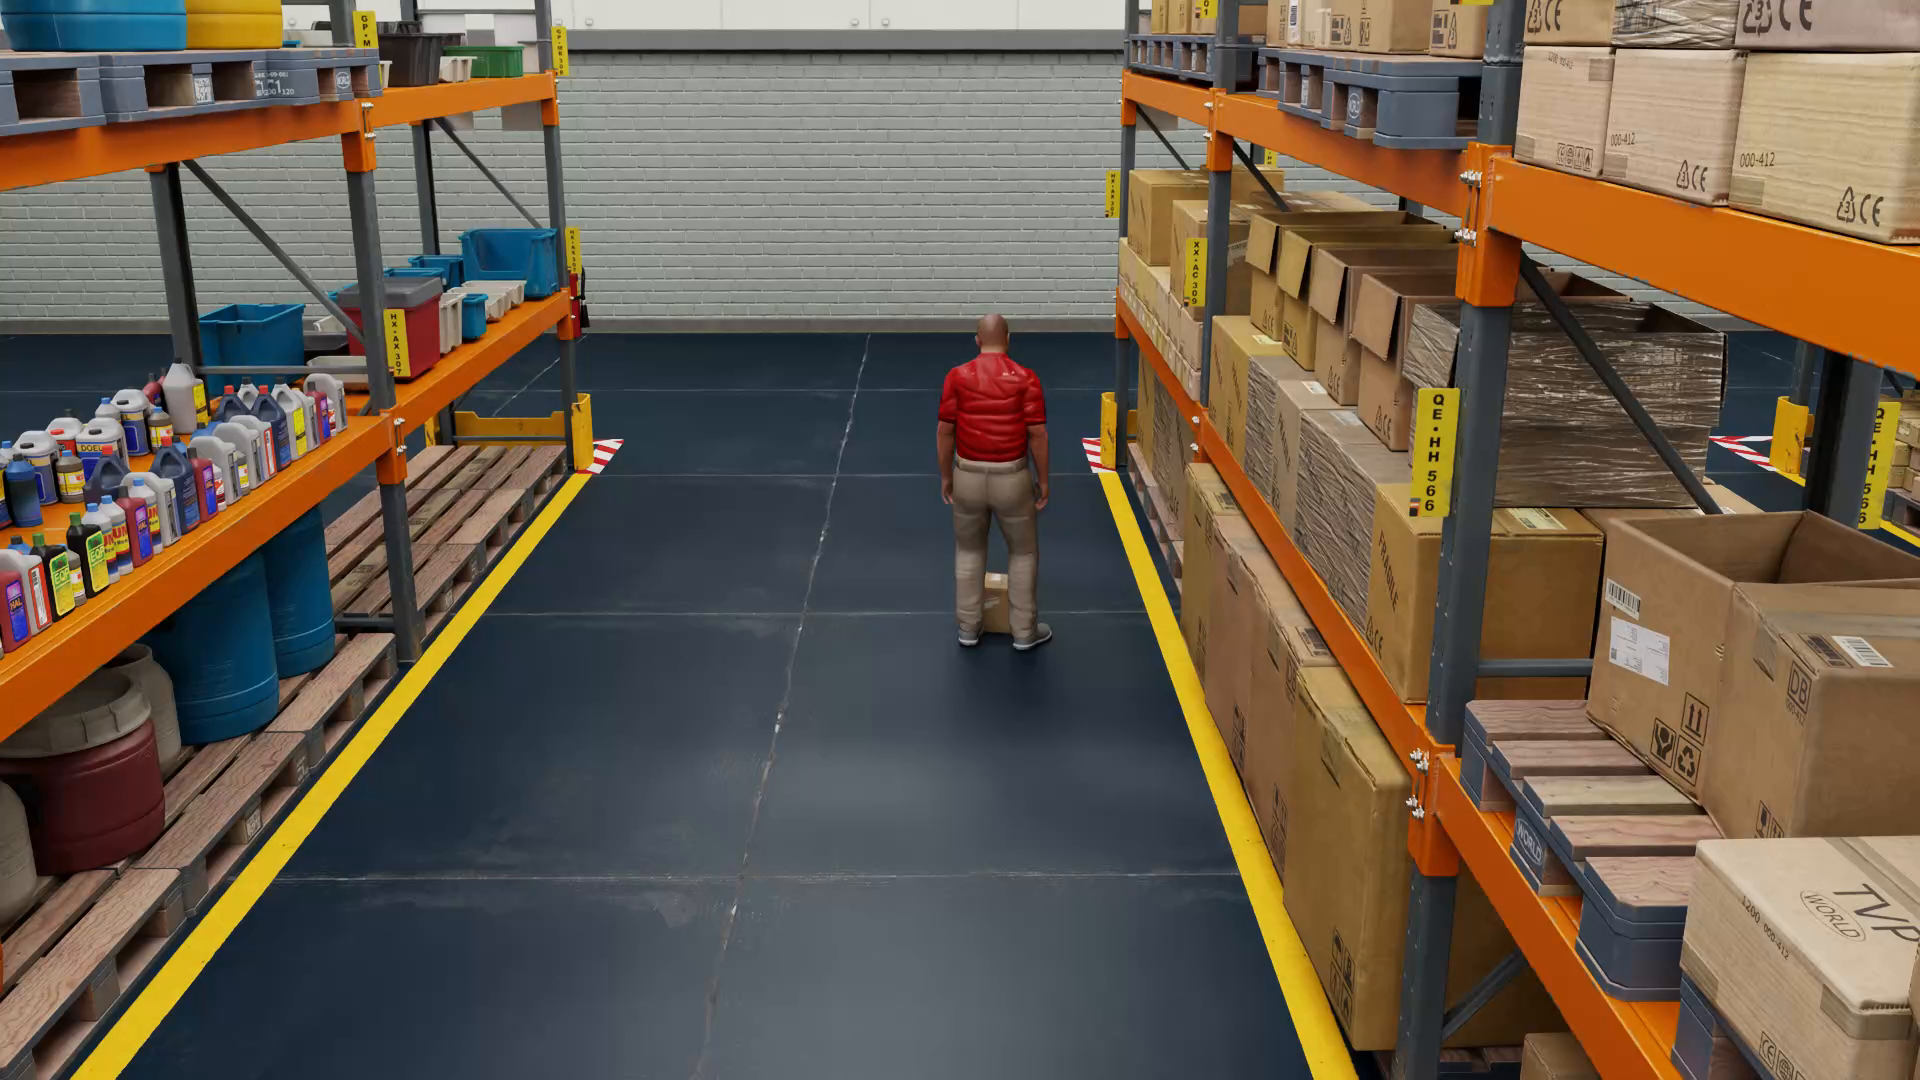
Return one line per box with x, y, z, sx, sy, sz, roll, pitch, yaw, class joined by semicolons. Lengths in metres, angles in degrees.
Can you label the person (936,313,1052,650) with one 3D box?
0.176;-0.292;8.524;0.582;1.726;0.397;4;17;12;person
